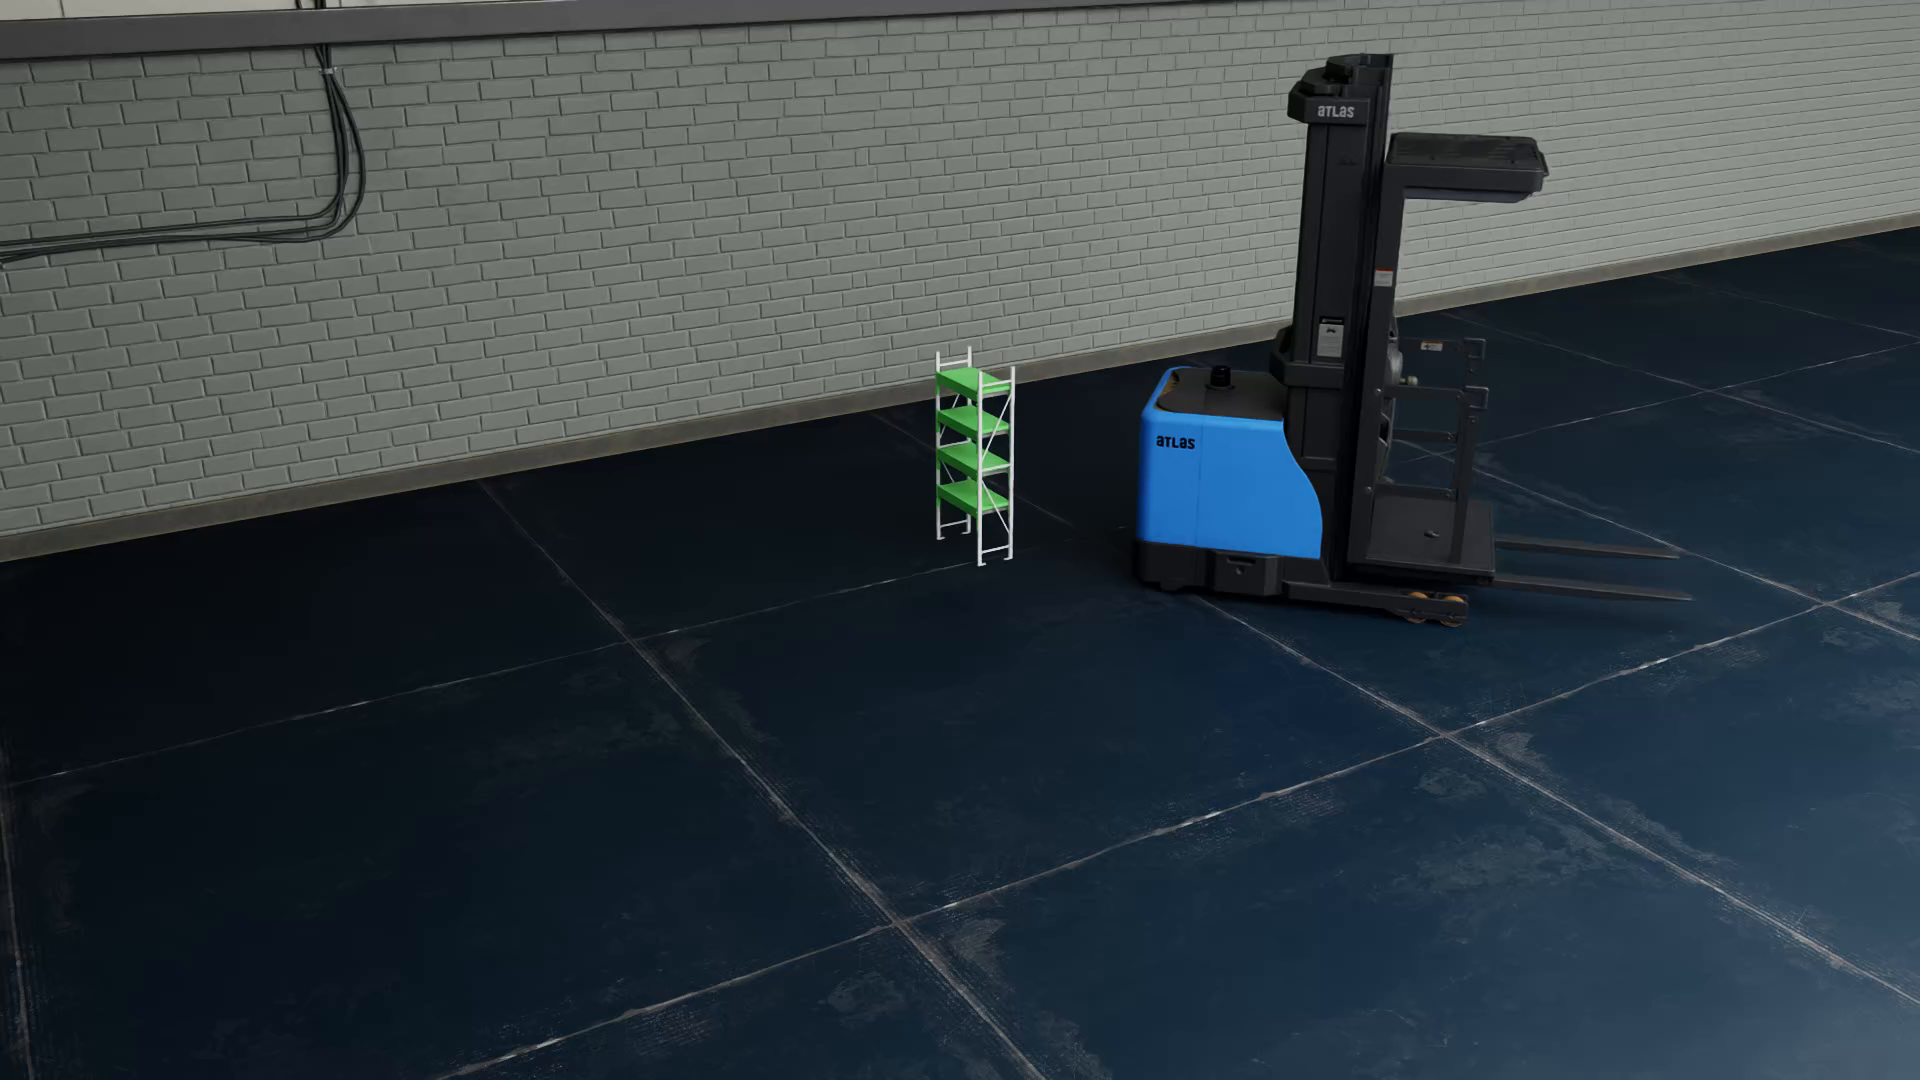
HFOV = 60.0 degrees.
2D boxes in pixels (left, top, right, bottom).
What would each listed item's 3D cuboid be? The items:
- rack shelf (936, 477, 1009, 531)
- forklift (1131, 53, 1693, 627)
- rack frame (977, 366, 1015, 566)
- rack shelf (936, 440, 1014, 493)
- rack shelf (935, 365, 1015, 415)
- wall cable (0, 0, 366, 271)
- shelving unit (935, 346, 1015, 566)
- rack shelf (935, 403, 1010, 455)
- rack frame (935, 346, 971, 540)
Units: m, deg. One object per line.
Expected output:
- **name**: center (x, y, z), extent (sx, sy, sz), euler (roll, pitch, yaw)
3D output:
- **rack shelf**: center (0.085, -0.221, 10.068), extent (0.258, 0.148, 0.480), euler (-13, 25, -28)
- **forklift**: center (2.568, -1.104, 9.134), extent (3.031, 2.935, 1.130), euler (6, 23, 14)
- **rack frame**: center (0.209, -0.423, 9.759), extent (0.240, 1.200, 0.015), euler (-13, 25, -28)
- **rack shelf**: center (0.085, -0.443, 9.978), extent (0.258, 0.148, 0.480), euler (-13, 25, -28)
- **rack shelf**: center (0.085, -0.888, 9.797), extent (0.258, 0.148, 0.480), euler (-13, 25, -28)
- **wall cable**: center (-5.001, -2.753, 9.259), extent (3.097, 2.526, 0.112), euler (-13, 25, -28)
- **shelving unit**: center (0.085, -0.502, 9.954), extent (0.258, 1.200, 0.503), euler (-13, 25, -28)
- **rack shelf**: center (0.085, -0.665, 9.887), extent (0.258, 0.148, 0.480), euler (-13, 25, -28)
- **rack frame**: center (-0.040, -0.581, 10.148), extent (0.240, 1.200, 0.015), euler (-13, 25, -28)
